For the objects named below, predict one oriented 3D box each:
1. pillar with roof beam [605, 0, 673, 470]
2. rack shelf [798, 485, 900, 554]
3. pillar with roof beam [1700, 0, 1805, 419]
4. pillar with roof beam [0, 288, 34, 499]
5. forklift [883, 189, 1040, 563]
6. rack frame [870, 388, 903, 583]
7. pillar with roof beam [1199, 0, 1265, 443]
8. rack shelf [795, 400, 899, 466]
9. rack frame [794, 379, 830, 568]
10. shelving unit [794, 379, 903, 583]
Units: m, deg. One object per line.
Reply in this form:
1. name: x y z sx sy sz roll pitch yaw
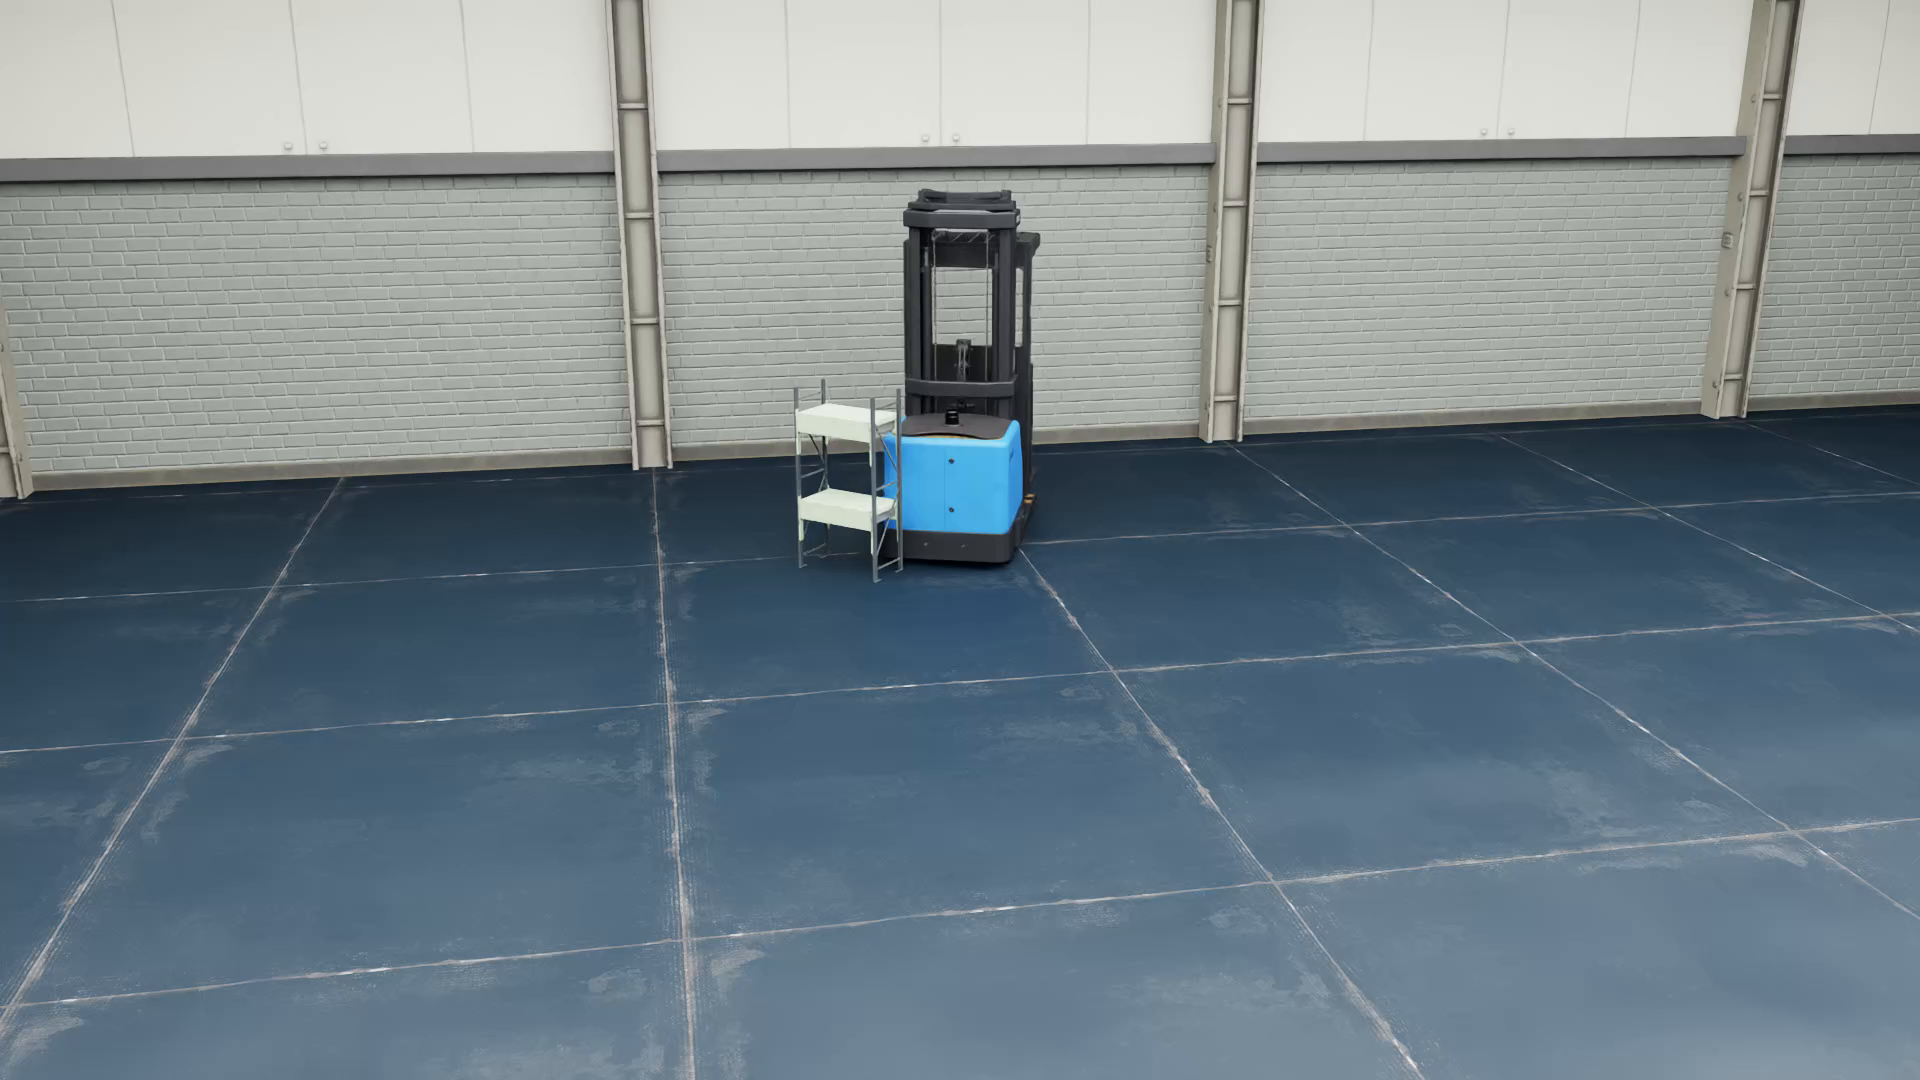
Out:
1. pillar with roof beam: -2.281 -3.815 11.406 0.400 9.000 9.100 -3 17 -10
2. rack shelf: -0.890 -0.170 13.422 0.720 0.370 0.431 10 20 30
3. pillar with roof beam: 9.501 -4.484 13.583 0.400 9.000 9.100 -3 17 -10
4. pillar with roof beam: -8.172 -3.481 10.318 0.400 9.000 9.100 -3 17 -10
5. forklift: 0.101 -1.607 14.552 1.130 2.935 3.031 3 17 8
6. rack frame: -0.578 -0.426 13.143 0.023 1.500 0.400 10 20 30
7. pillar with roof beam: 3.610 -4.149 12.495 0.400 9.000 9.100 -3 17 -10
8. rack shelf: -0.890 -0.855 13.212 0.720 0.370 0.431 10 20 30
9. rack frame: -1.202 -0.538 13.509 0.023 1.500 0.400 10 20 30
10. shelving unit: -0.890 -0.482 13.326 0.755 1.500 0.431 10 20 30
